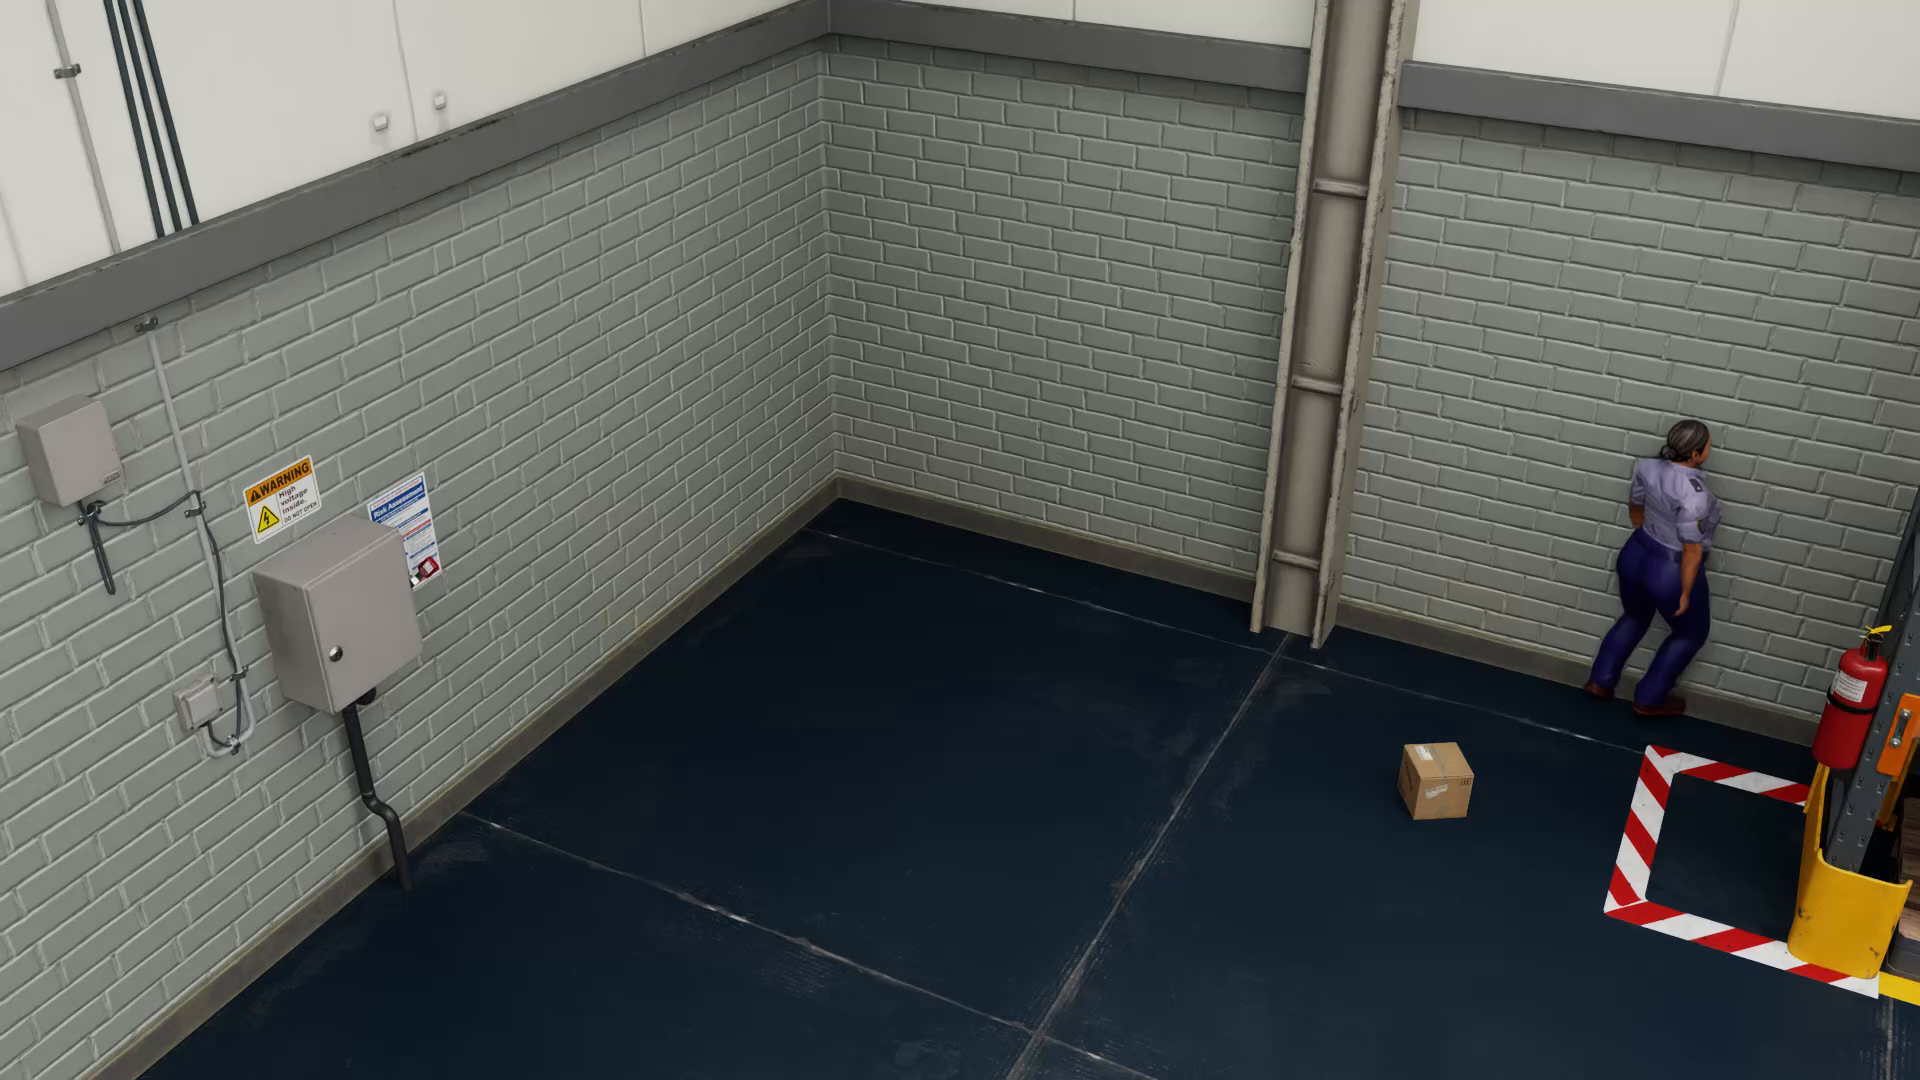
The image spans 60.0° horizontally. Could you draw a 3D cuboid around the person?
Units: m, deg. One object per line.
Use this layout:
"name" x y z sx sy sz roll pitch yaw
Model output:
"person" 3.424 0.168 8.069 0.419 1.706 0.491 -11 32 -17
